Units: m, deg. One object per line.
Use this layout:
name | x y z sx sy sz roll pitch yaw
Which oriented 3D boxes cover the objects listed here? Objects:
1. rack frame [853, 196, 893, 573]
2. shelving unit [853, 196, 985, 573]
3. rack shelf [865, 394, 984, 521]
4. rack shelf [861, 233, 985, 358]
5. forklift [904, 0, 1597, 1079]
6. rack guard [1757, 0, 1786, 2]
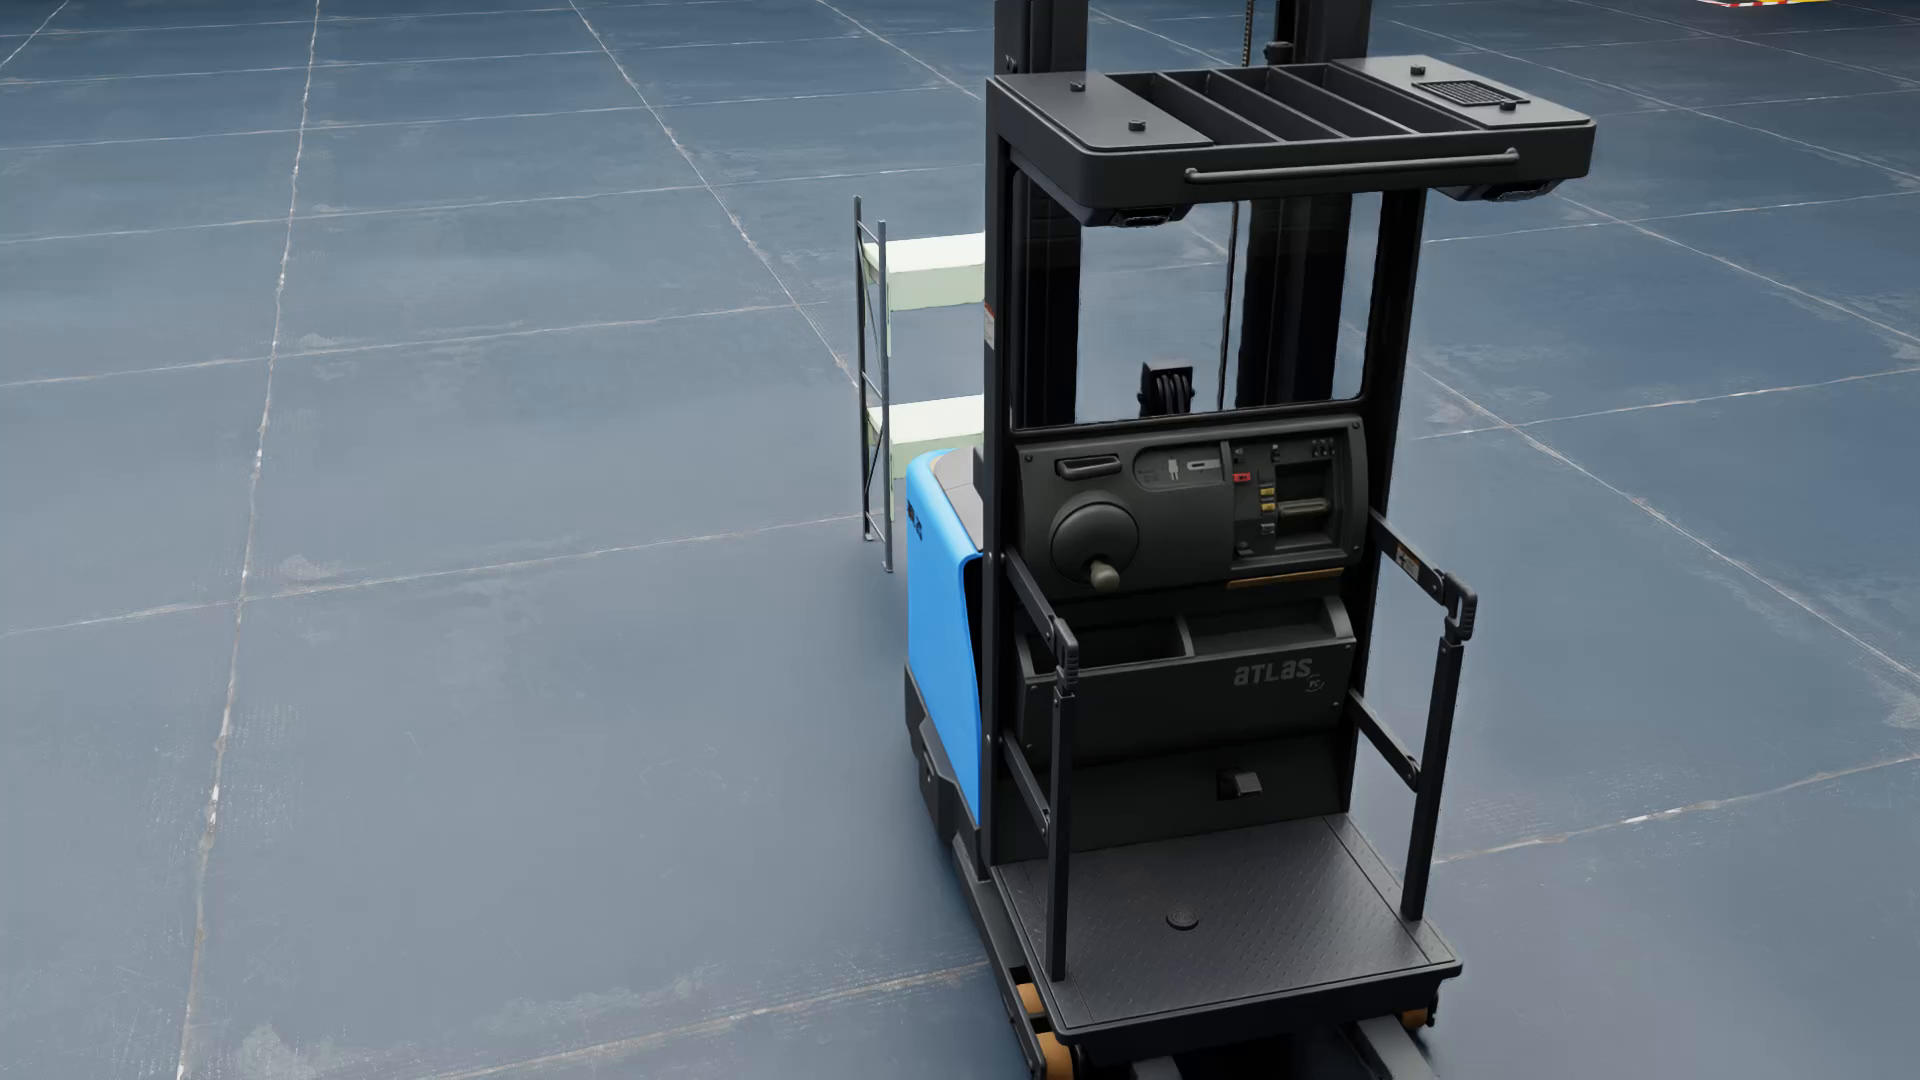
rack frame | -0.354 -0.620 6.813 0.023 1.500 0.400 -8 28 -16
shelving unit | -0.006 -0.671 6.915 0.755 1.500 0.431 -8 28 -16
rack shelf | -0.006 -0.379 7.060 0.720 0.370 0.431 -8 28 -16
rack shelf | -0.006 -1.020 6.741 0.720 0.370 0.431 -8 28 -16
forklift | 0.657 -0.054 4.063 1.130 2.935 3.031 -6 27 -12
rack guard | 10.054 -7.214 21.219 0.348 0.500 1.175 -8 28 -16
